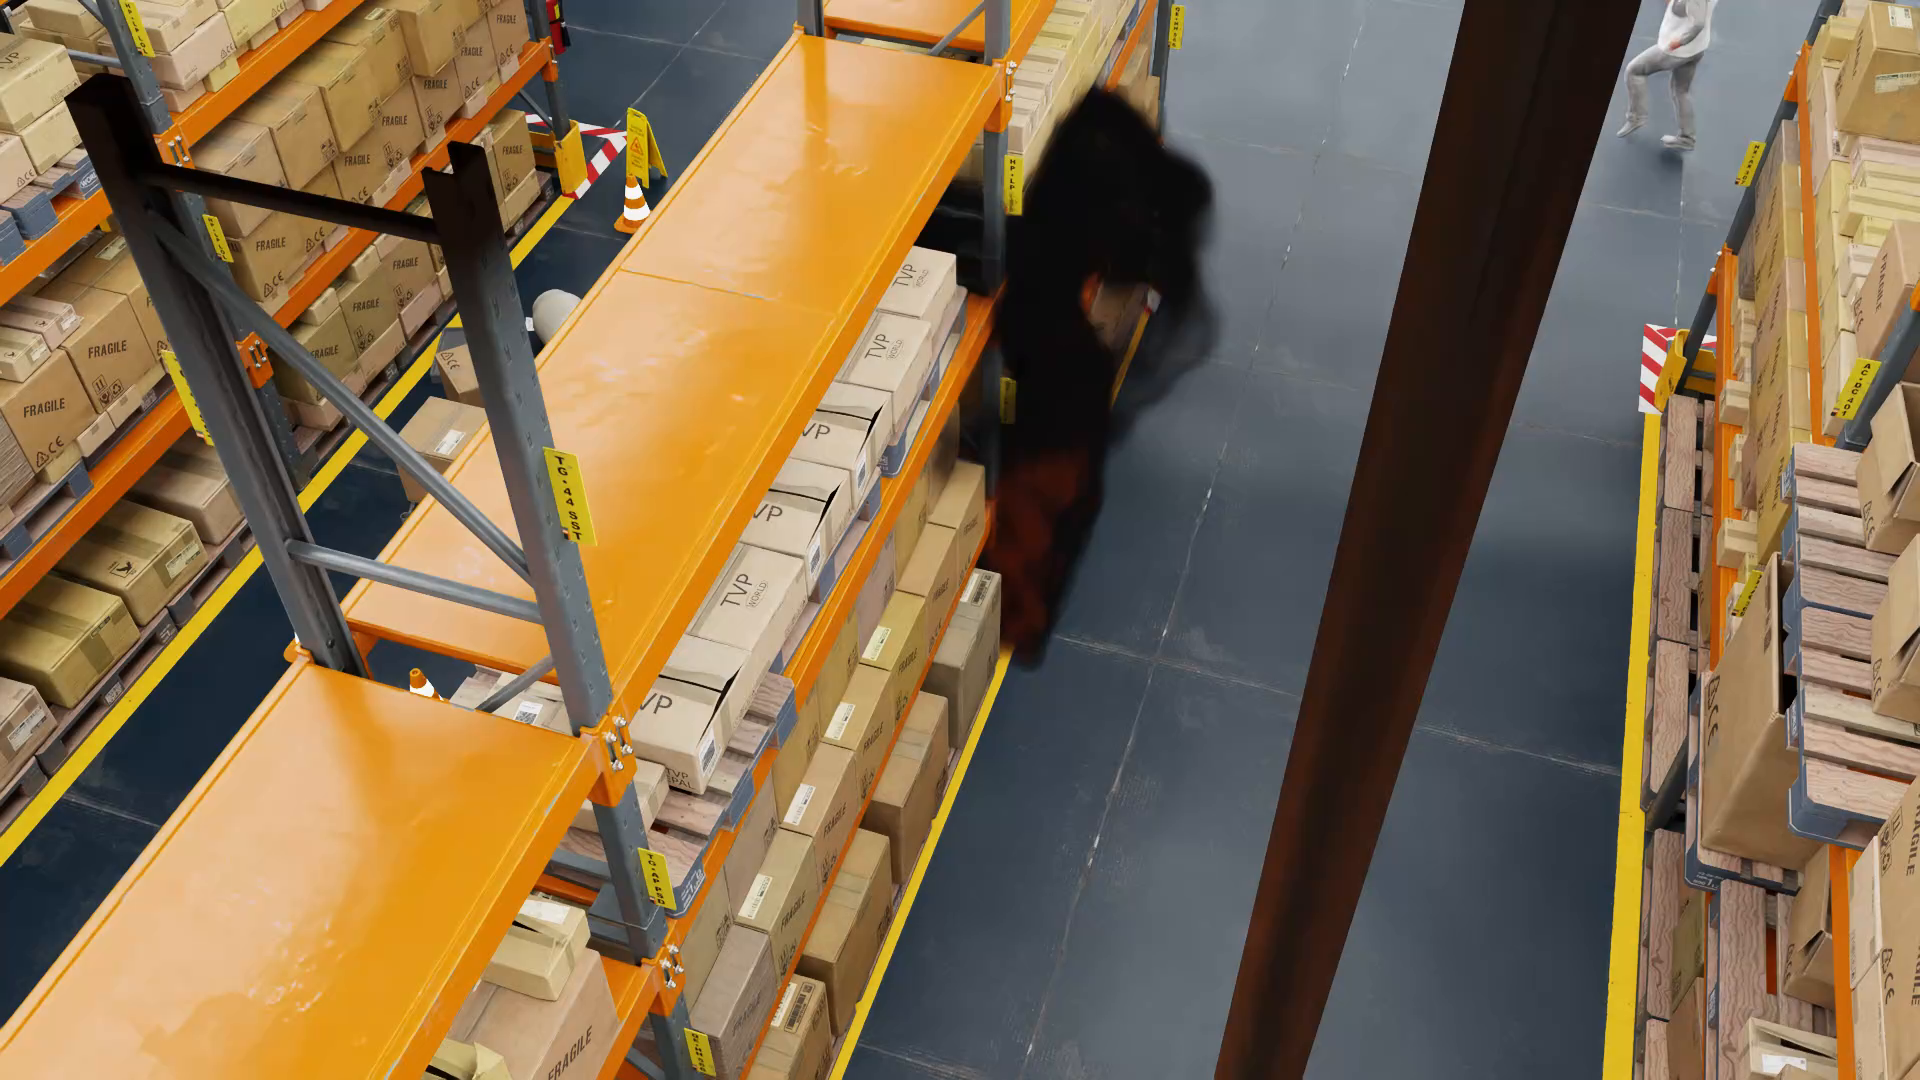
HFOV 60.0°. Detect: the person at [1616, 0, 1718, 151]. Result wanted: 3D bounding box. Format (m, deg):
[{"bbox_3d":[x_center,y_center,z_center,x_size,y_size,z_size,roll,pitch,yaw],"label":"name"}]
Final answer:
[{"bbox_3d":[6.057,-4.102,13.927,0.638,1.804,0.789,-27,51,-24],"label":"person"}]
